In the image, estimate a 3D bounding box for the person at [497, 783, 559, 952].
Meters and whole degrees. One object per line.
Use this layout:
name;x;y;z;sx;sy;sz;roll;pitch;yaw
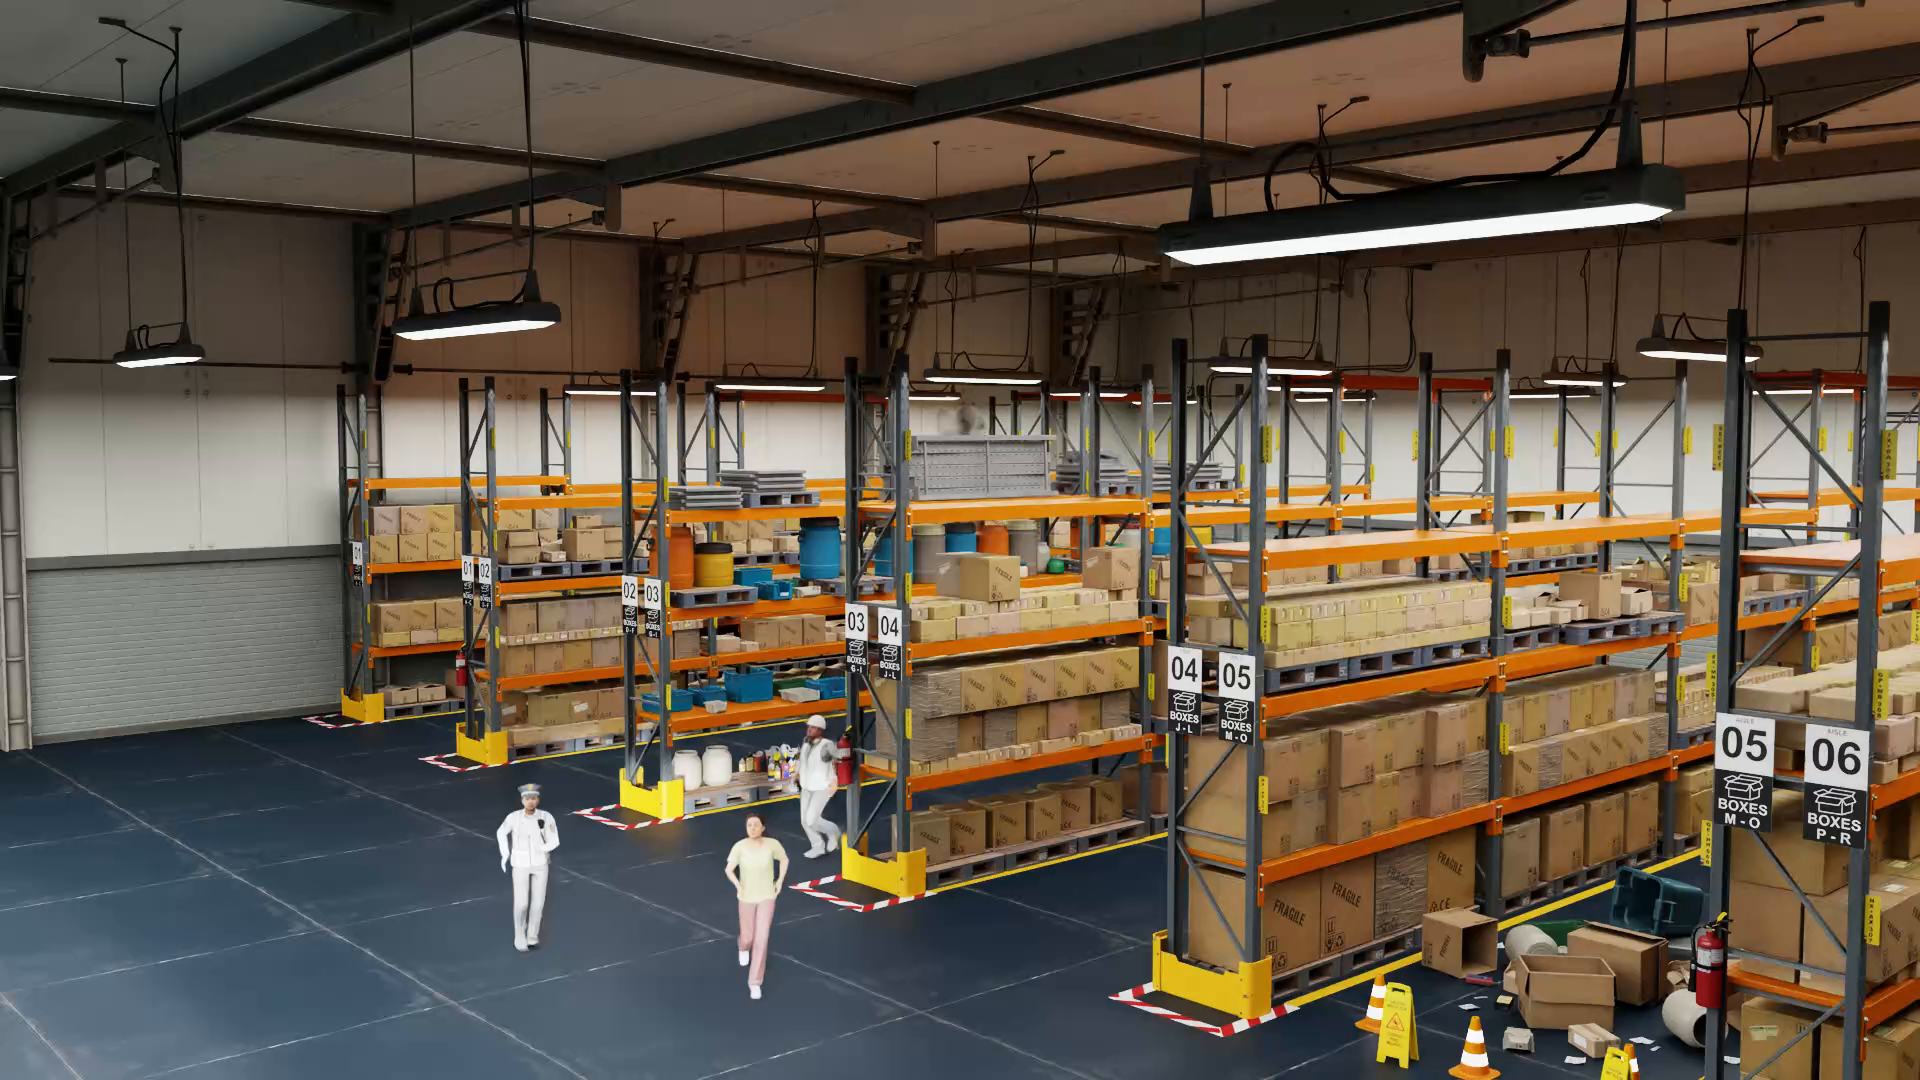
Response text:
person;-4.255;3.236;16.435;0.583;1.673;0.634;-1;4;-18

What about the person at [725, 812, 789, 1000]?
person;-1.883;3.338;15.465;0.587;1.662;0.820;0;4;-5

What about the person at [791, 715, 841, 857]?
person;-1.732;2.980;20.109;0.700;1.735;0.584;3;5;41
